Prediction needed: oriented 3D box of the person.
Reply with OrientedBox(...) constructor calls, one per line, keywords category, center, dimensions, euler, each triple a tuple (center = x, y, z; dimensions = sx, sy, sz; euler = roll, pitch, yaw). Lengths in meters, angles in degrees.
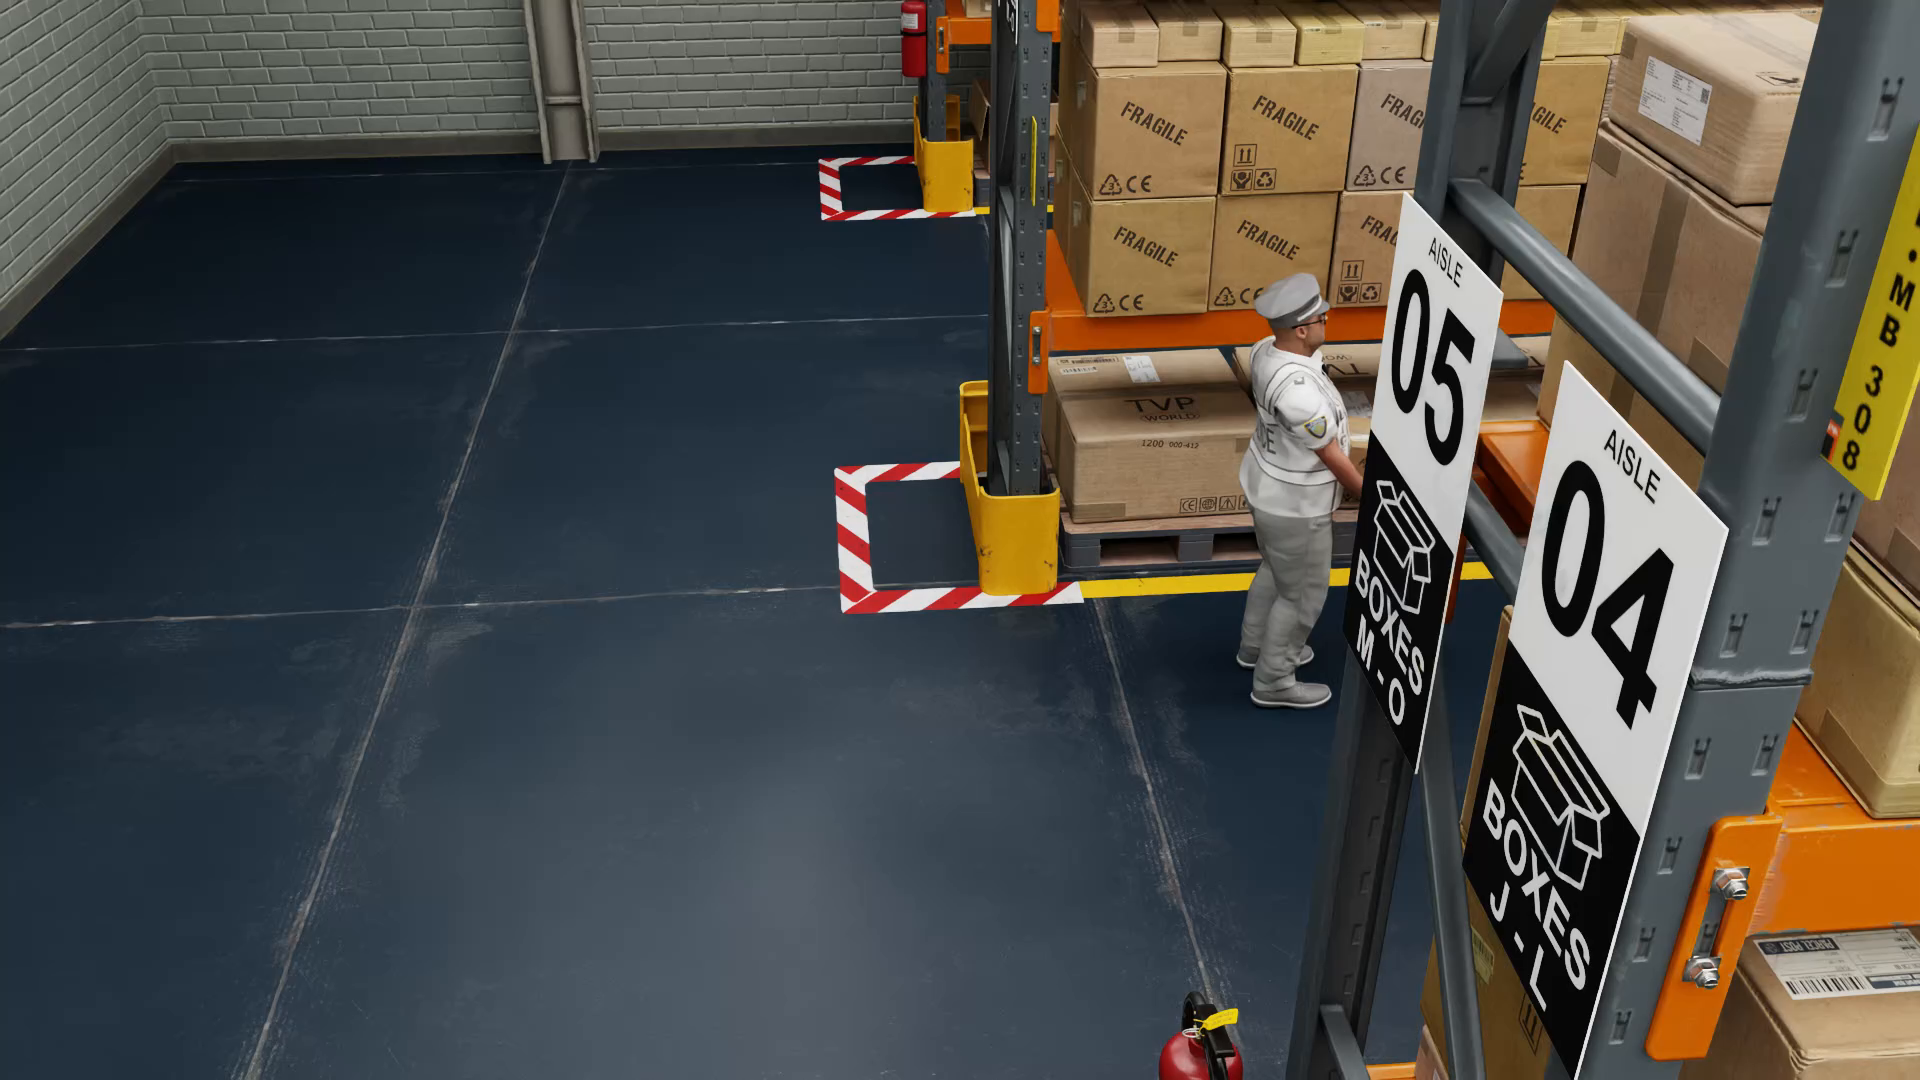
OrientedBox(category="person", center=(1.359, -0.189, 6.421), dimensions=(0.572, 1.768, 0.494), euler=(-3, 31, -5))
